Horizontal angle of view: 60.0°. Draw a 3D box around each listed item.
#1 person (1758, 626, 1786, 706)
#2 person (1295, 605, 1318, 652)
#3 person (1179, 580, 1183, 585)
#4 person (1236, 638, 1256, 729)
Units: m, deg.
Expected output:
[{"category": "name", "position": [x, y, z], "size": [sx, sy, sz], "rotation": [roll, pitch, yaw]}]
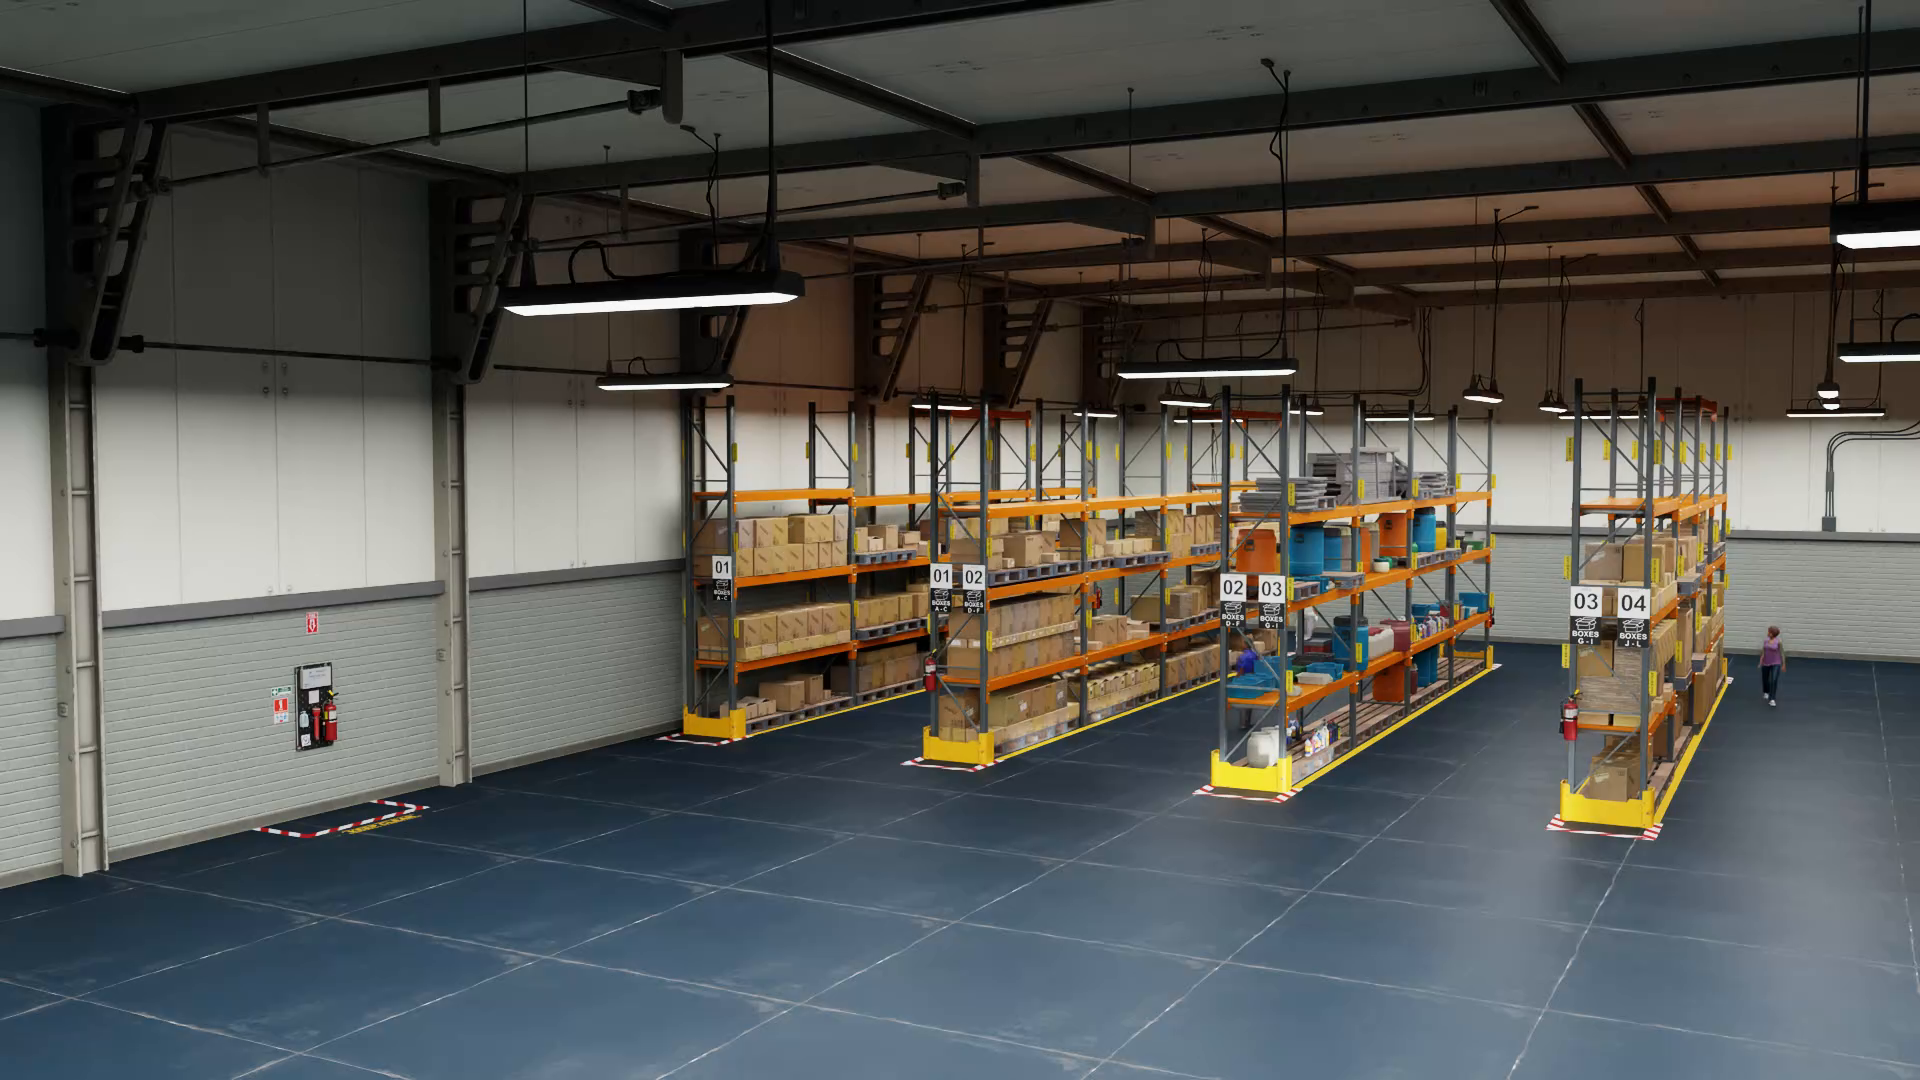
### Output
[{"category": "person", "position": [16.136, 2.476, 33.041], "size": [0.497, 1.557, 0.823], "rotation": [1, 3, 26]}, {"category": "person", "position": [8.662, 1.929, 41.600], "size": [0.580, 1.801, 0.528], "rotation": [1, 3, 17]}, {"category": "person", "position": [5.796, 1.873, 43.317], "size": [0.528, 1.667, 1.079], "rotation": [1, 3, 20]}, {"category": "person", "position": [5.153, 2.592, 30.346], "size": [0.456, 1.655, 0.566], "rotation": [-2, 3, -29]}]
